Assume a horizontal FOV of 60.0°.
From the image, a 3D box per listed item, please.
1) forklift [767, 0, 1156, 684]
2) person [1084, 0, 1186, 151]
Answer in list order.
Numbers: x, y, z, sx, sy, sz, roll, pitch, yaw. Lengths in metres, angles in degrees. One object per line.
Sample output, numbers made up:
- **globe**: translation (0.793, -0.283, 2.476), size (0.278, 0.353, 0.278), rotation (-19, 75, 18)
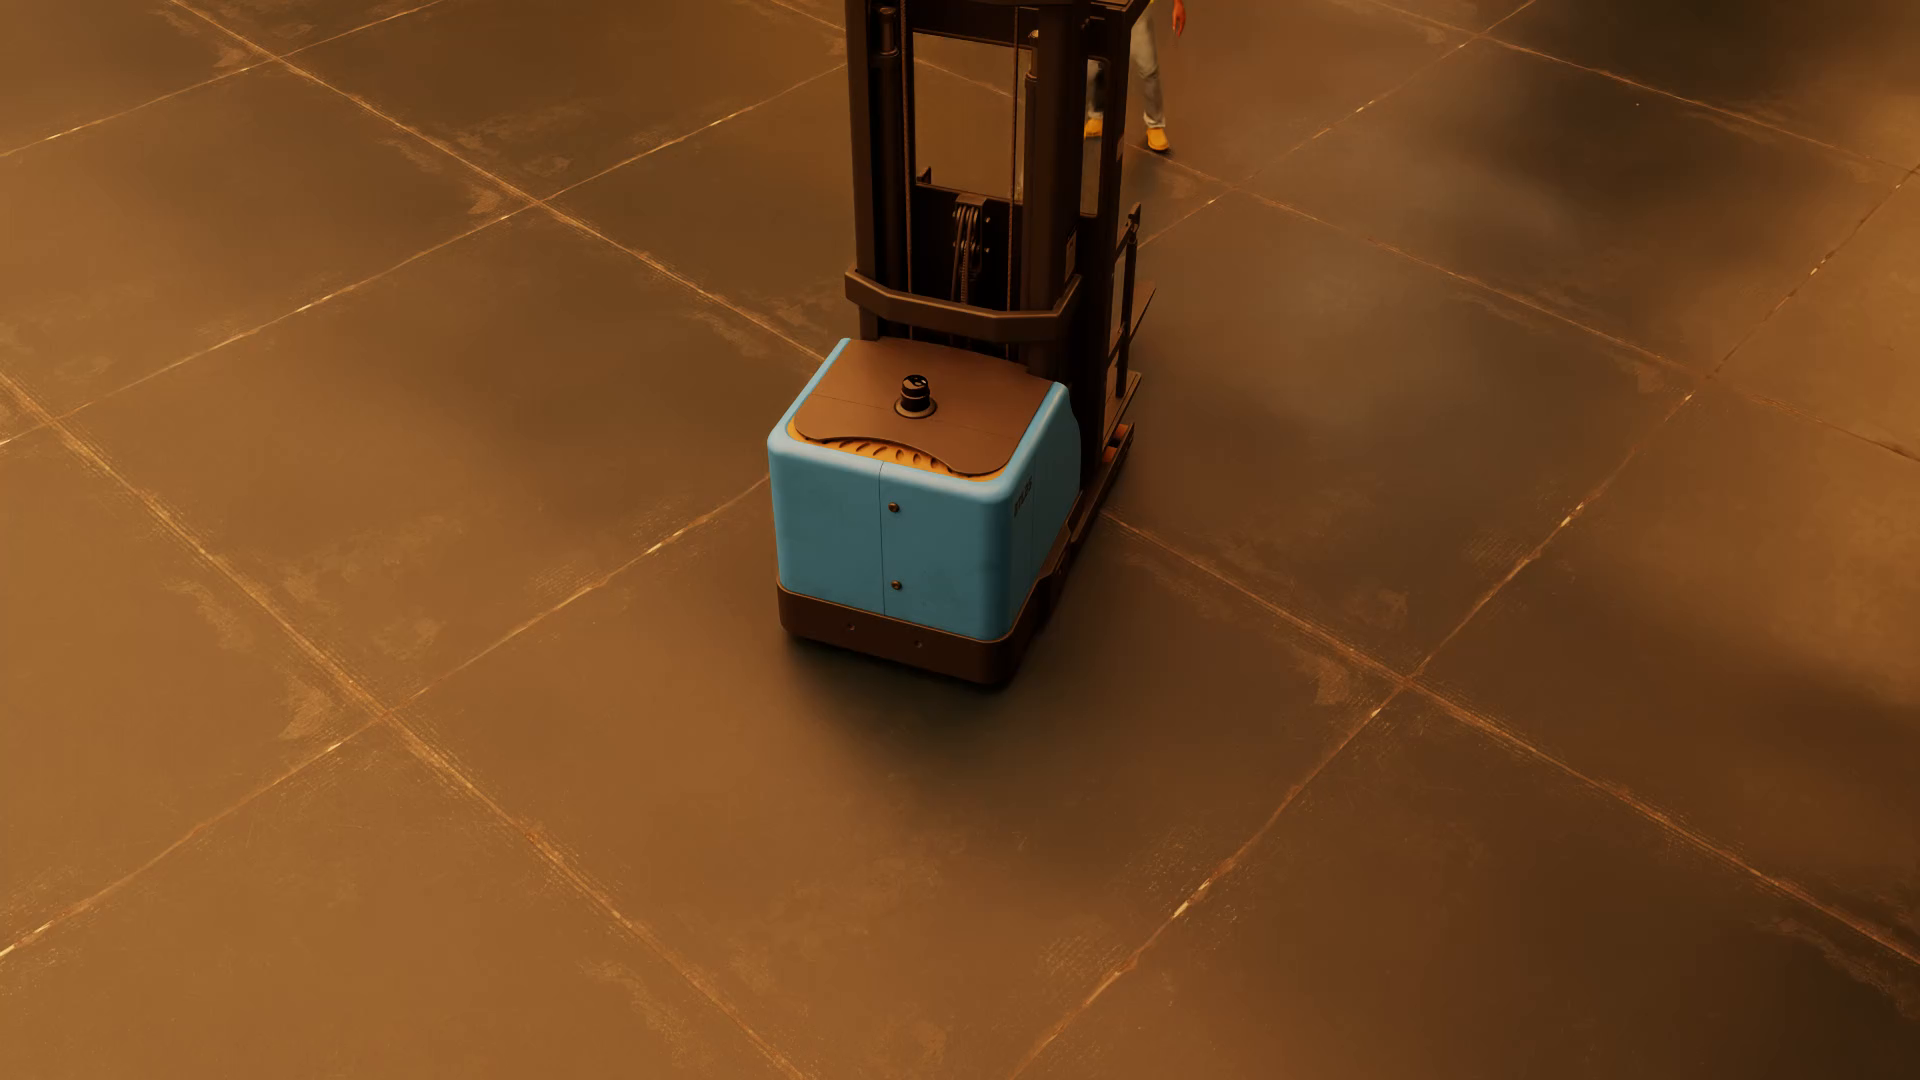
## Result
- **forklift**: translation (0.211, -1.484, 7.158), size (1.130, 2.935, 3.031), rotation (14, 42, 15)
- **person**: translation (0.982, -3.277, 10.164), size (0.815, 1.741, 0.413), rotation (8, 41, 9)
